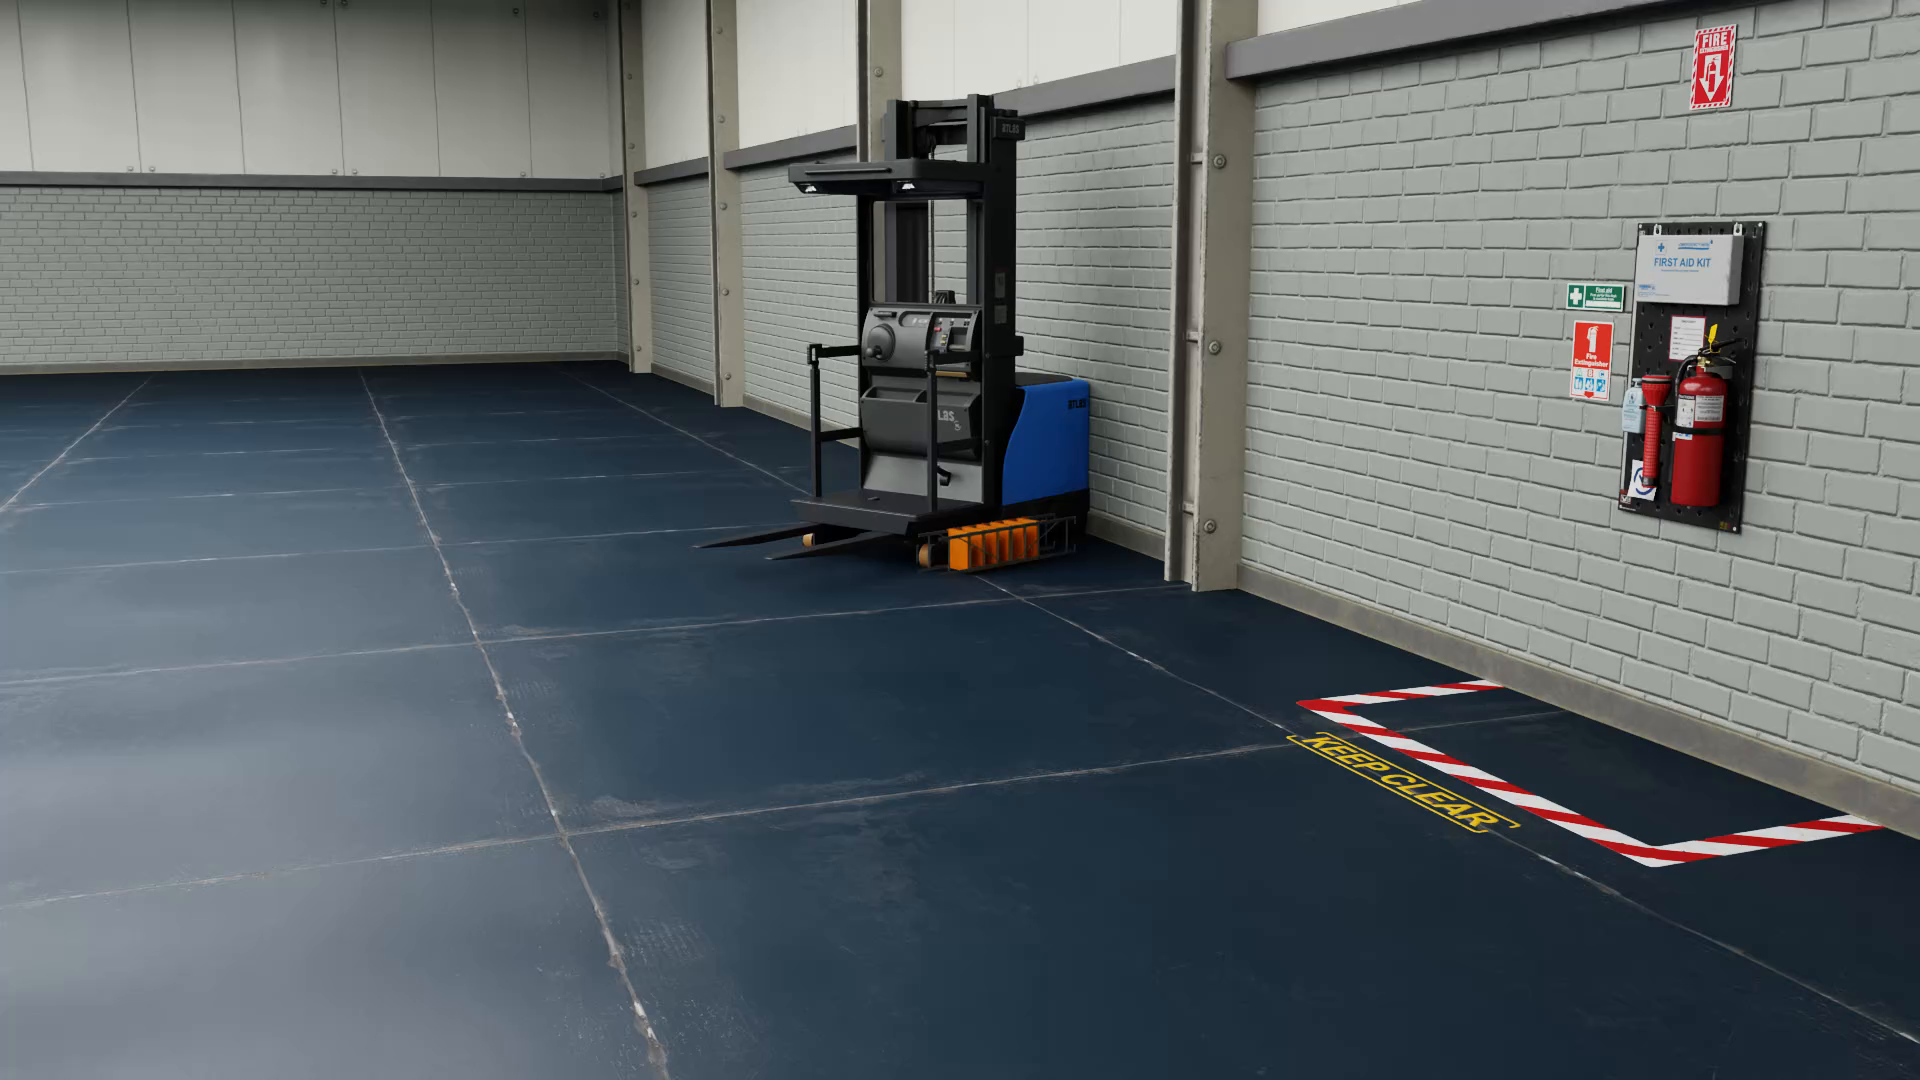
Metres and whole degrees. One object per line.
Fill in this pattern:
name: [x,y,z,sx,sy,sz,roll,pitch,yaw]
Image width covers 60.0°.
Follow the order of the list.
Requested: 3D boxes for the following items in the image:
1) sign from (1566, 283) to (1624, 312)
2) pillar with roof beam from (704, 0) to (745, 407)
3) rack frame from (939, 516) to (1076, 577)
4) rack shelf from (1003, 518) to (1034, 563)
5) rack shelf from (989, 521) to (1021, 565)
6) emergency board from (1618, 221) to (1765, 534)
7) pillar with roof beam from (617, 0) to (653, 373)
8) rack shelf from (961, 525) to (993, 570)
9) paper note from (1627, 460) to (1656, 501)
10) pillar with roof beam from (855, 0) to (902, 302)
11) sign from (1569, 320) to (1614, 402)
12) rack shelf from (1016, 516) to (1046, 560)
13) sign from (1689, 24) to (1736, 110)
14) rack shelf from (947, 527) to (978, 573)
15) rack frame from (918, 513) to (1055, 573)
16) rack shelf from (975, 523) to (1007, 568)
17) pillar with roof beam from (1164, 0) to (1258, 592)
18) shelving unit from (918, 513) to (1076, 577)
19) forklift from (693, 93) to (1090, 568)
sign: [2.655,-1.017,6.958,0.001,0.109,0.331,-4,11,-21]
pillar with roof beam: [-6.909,-5.856,18.645,9.100,9.000,0.400,-4,11,-21]
rack frame: [0.312,0.034,10.391,1.200,0.240,0.006,-9,14,-42]
rack shelf: [0.369,0.002,10.568,0.103,0.258,0.180,-9,14,-42]
rack shelf: [0.282,0.017,10.487,0.103,0.258,0.180,-9,14,-42]
emergency board: [2.766,-0.643,6.470,0.194,1.169,0.643,-4,11,-21]
pillar with roof beam: [-9.084,-6.835,24.151,9.100,9.000,0.400,-4,11,-21]
rack shelf: [0.106,0.045,10.325,0.103,0.258,0.180,-9,14,-42]
paper note: [2.766,-0.243,6.735,0.016,0.148,0.142,-4,11,-21]
pillar with roof beam: [-4.735,-4.876,13.139,9.100,9.000,0.400,-4,11,-21]
sign: [2.662,-0.757,7.011,0.001,0.329,0.234,-4,11,-21]
rack shelf: [0.457,-0.012,10.649,0.103,0.258,0.180,-9,14,-42]
sign: [2.856,-1.792,6.310,0.001,0.298,0.199,-4,11,-21]
rack shelf: [0.019,0.060,10.245,0.103,0.258,0.180,-9,14,-42]
rack frame: [0.187,0.010,10.523,1.200,0.240,0.006,-9,14,-42]
rack shelf: [0.194,0.031,10.406,0.103,0.258,0.180,-9,14,-42]
pillar with roof beam: [-2.561,-3.897,7.634,9.100,9.000,0.400,-4,11,-21]
shelving unit: [0.249,0.022,10.457,1.200,0.258,0.189,-9,14,-42]
forklift: [-0.394,-1.357,10.679,1.130,2.935,3.031,8,13,38]
